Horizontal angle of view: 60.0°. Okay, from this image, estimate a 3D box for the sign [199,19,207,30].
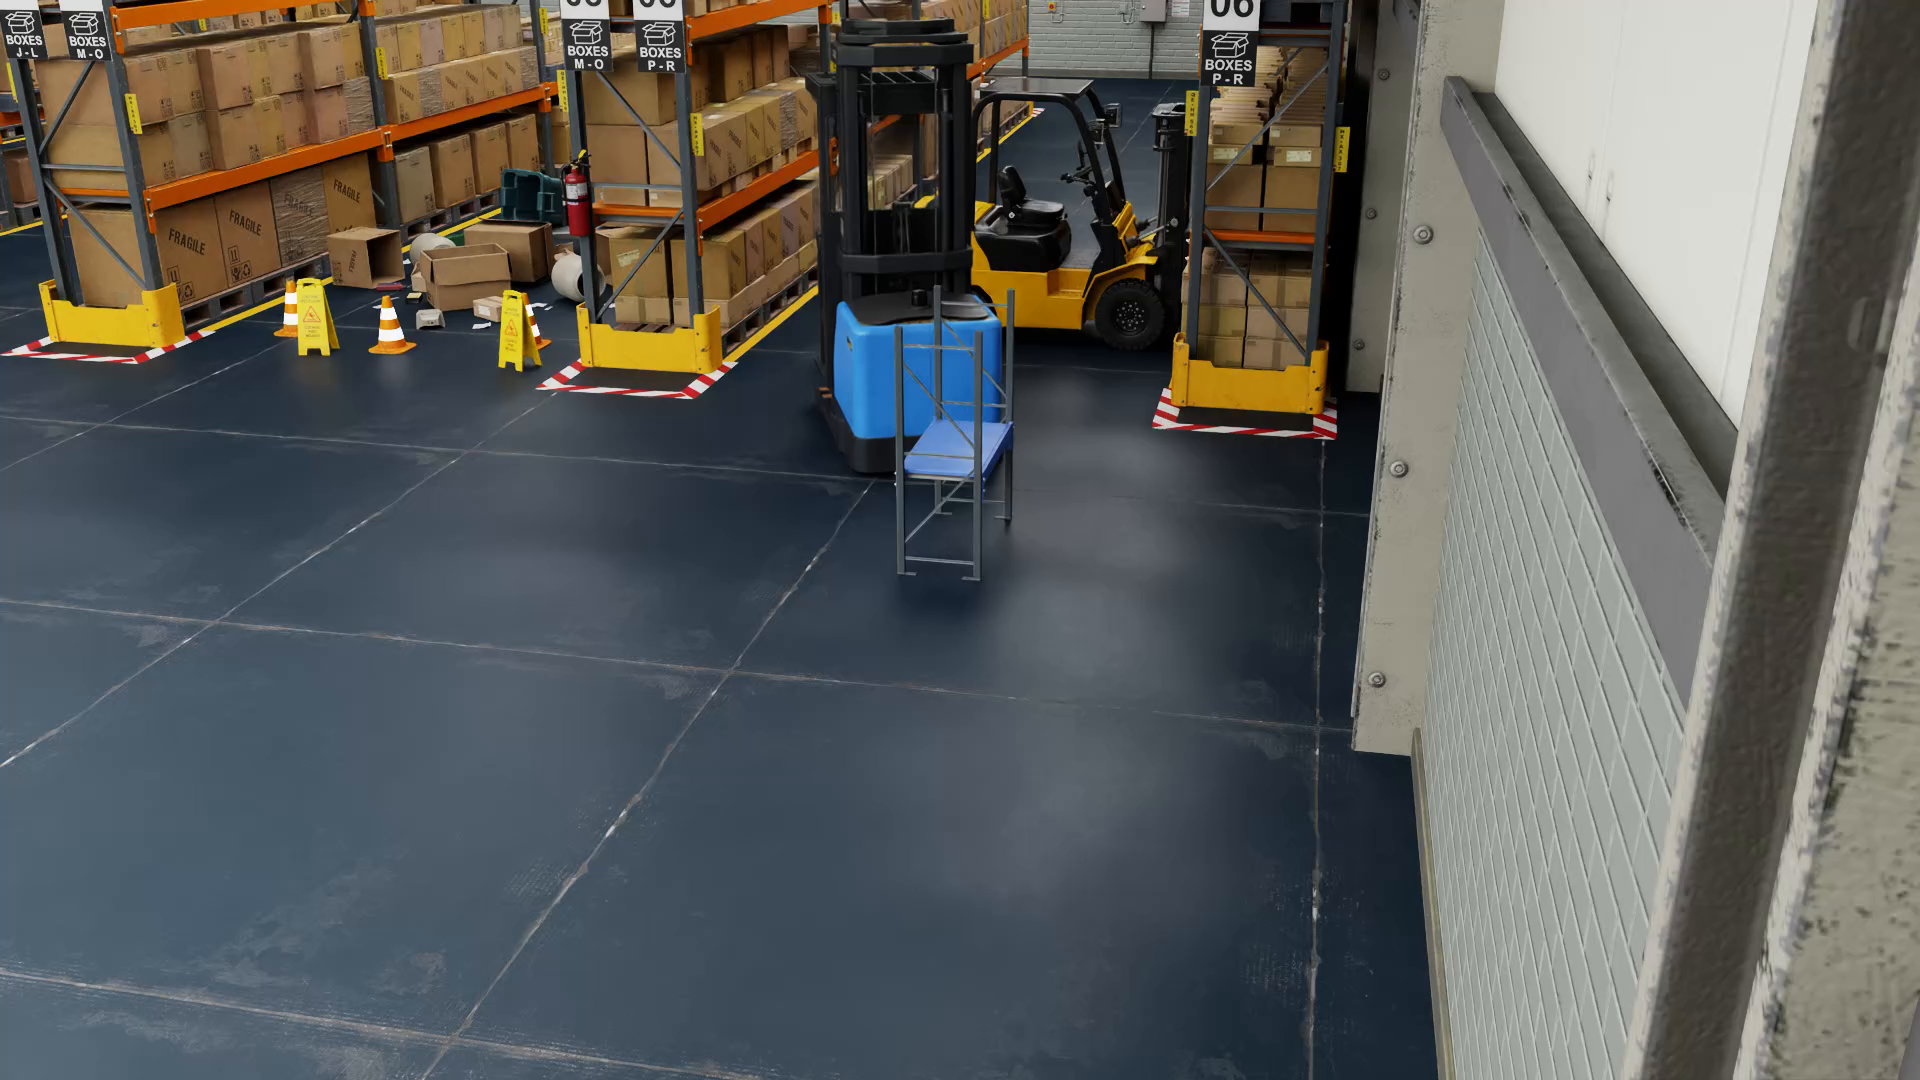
[{"bbox_3d":[-10.147,-6.986,22.240,0.100,0.325,0.005,4,22,11],"label":"sign"}]

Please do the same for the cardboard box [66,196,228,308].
[{"bbox_3d":[-7.404,-2.645,15.187,0.875,0.875,0.875,5,22,11],"label":"cardboard box"}]

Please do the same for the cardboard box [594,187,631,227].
[{"bbox_3d":[-3.544,-3.622,17.663,0.500,0.500,0.500,4,22,11],"label":"cardboard box"}]

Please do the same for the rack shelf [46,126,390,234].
[{"bbox_3d":[-7.070,-3.580,16.191,1.077,0.370,4.000,4,22,11],"label":"rack shelf"}]

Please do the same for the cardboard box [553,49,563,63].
[{"bbox_3d":[-5.502,-6.433,22.085,0.380,0.149,0.250,6,23,14],"label":"cardboard box"}]

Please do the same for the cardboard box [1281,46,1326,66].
[{"bbox_3d":[4.139,-5.808,20.065,0.500,0.500,0.500,6,23,13],"label":"cardboard box"}]

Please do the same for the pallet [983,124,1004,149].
[{"bbox_3d":[0.069,-6.209,25.489,1.003,0.211,1.213,4,22,11],"label":"pallet"}]

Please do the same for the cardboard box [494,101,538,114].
[{"bbox_3d":[-5.963,-5.762,22.424,0.500,0.250,0.500,4,22,10],"label":"cardboard box"}]

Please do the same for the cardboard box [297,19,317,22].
[{"bbox_3d":[-9.900,-7.469,24.749,0.500,0.500,0.500,4,22,10],"label":"cardboard box"}]

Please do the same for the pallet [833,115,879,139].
[{"bbox_3d":[-1.497,-4.484,17.730,1.003,0.211,1.213,4,22,11],"label":"pallet"}]

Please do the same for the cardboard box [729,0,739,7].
[{"bbox_3d":[-2.096,-4.601,14.082,0.380,0.149,0.250,4,22,9],"label":"cardboard box"}]

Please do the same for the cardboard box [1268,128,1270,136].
[{"bbox_3d":[2.403,-3.273,14.331,0.500,0.500,0.500,5,22,11],"label":"cardboard box"}]

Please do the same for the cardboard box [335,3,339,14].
[{"bbox_3d":[-10.032,-8.591,26.469,0.500,0.500,0.500,5,22,12],"label":"cardboard box"}]

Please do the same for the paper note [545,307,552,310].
[{"bbox_3d":[-3.909,-2.205,15.816,0.032,0.001,0.123,4,22,11],"label":"paper note"}]

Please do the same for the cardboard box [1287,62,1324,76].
[{"bbox_3d":[3.718,-5.041,17.853,0.380,0.149,0.250,5,22,12],"label":"cardboard box"}]

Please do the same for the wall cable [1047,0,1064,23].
[{"bbox_3d":[1.781,-11.243,32.854,0.585,1.953,0.123,4,22,11],"label":"wall cable"}]

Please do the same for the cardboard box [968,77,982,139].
[{"bbox_3d":[-0.211,-6.207,24.033,0.875,0.875,0.875,5,23,13],"label":"cardboard box"}]

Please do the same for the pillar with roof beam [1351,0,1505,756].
[{"bbox_3d":[-2.166,-3.568,7.167,9.100,9.000,0.400,4,22,11],"label":"pillar with roof beam"}]

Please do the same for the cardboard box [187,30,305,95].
[{"bbox_3d":[-7.014,-4.687,16.329,0.875,0.550,0.550,4,22,11],"label":"cardboard box"}]

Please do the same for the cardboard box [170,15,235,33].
[{"bbox_3d":[-10.516,-7.301,22.991,0.797,0.503,0.637,5,23,13],"label":"cardboard box"}]

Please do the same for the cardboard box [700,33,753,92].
[{"bbox_3d":[-2.352,-4.442,15.498,0.700,0.500,0.500,4,22,10],"label":"cardboard box"}]

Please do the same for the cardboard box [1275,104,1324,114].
[{"bbox_3d":[2.747,-3.435,13.468,0.380,0.149,0.250,5,23,13],"label":"cardboard box"}]

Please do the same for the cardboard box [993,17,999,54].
[{"bbox_3d":[0.296,-7.613,25.106,0.500,0.500,0.500,5,22,11],"label":"cardboard box"}]

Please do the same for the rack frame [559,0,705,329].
[{"bbox_3d":[-2.612,-2.842,13.395,1.000,3.000,0.127,4,22,11],"label":"rack frame"}]

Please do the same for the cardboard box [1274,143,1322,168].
[{"bbox_3d":[2.572,-2.917,12.578,0.380,0.149,0.250,4,22,10],"label":"cardboard box"}]

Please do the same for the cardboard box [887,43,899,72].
[{"bbox_3d":[-0.996,-5.585,19.112,0.500,0.500,0.500,3,22,7],"label":"cardboard box"}]

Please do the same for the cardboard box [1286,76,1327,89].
[{"bbox_3d":[3.204,-4.185,15.329,0.380,0.149,0.250,4,22,9],"label":"cardboard box"}]

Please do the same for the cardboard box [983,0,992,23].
[{"bbox_3d":[0.171,-7.897,24.473,0.500,0.500,0.500,5,22,11],"label":"cardboard box"}]

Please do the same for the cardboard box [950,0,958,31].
[{"bbox_3d":[-0.320,-6.994,22.233,0.500,0.500,0.500,5,22,12],"label":"cardboard box"}]

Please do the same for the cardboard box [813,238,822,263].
[{"bbox_3d":[-1.653,-2.988,16.875,0.500,0.250,0.500,5,23,13],"label":"cardboard box"}]

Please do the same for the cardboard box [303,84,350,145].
[{"bbox_3d":[-6.816,-4.376,17.004,0.875,0.550,0.550,4,22,11],"label":"cardboard box"}]

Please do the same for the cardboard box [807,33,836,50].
[{"bbox_3d":[-1.353,-5.130,17.114,0.380,0.149,0.250,4,22,11],"label":"cardboard box"}]

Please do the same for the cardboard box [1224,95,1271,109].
[{"bbox_3d":[2.422,-3.659,14.023,0.380,0.149,0.250,5,22,12],"label":"cardboard box"}]

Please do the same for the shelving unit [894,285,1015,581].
[{"bbox_3d":[-0.017,-0.665,9.996,0.538,1.500,1.048,4,22,11],"label":"shelving unit"}]

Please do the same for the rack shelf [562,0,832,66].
[{"bbox_3d":[-2.203,-4.631,14.786,1.077,0.370,4.000,4,22,11],"label":"rack shelf"}]

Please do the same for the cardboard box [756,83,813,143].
[{"bbox_3d":[-1.741,-4.119,16.034,0.500,0.500,0.500,5,23,13],"label":"cardboard box"}]

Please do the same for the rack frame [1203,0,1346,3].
[{"bbox_3d":[2.248,-5.248,11.339,1.000,3.000,0.127,4,22,11],"label":"rack frame"}]

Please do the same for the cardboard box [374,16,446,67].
[{"bbox_3d":[-6.360,-5.711,19.046,0.700,0.500,0.500,5,22,11],"label":"cardboard box"}]

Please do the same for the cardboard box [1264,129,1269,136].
[{"bbox_3d":[2.422,-3.516,14.066,0.380,0.149,0.250,4,22,11],"label":"cardboard box"}]

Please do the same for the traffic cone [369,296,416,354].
[{"bbox_3d":[-4.943,-1.881,14.405,0.336,0.463,0.334,4,22,11],"label":"traffic cone"}]

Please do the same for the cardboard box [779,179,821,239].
[{"bbox_3d":[-1.653,-3.335,16.735,0.500,0.500,0.500,4,22,10],"label":"cardboard box"}]

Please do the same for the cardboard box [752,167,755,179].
[{"bbox_3d":[-2.057,-3.306,14.884,0.380,0.149,0.250,5,23,13],"label":"cardboard box"}]

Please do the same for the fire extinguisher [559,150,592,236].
[{"bbox_3d":[-3.086,-2.800,13.393,0.296,0.674,0.183,4,22,11],"label":"fire extinguisher"}]

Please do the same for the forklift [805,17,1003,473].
[{"bbox_3d":[-0.511,-2.333,12.223,1.130,2.935,3.031,-5,22,-11],"label":"forklift"}]

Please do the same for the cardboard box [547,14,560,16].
[{"bbox_3d":[-5.771,-7.436,23.779,0.380,0.149,0.250,4,22,10],"label":"cardboard box"}]

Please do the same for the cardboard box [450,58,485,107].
[{"bbox_3d":[-5.980,-5.417,19.654,0.500,0.500,0.500,5,22,12],"label":"cardboard box"}]

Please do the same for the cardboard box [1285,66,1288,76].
[{"bbox_3d":[3.448,-5.227,18.847,0.500,0.250,0.500,5,23,13],"label":"cardboard box"}]

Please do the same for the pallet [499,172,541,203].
[{"bbox_3d":[-6.080,-4.532,21.324,1.003,0.211,1.213,4,22,11],"label":"pallet"}]

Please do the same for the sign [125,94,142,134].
[{"bbox_3d":[-6.936,-3.576,13.954,0.100,0.325,0.005,4,22,11],"label":"sign"}]

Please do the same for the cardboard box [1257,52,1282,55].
[{"bbox_3d":[3.447,-5.450,18.869,0.380,0.149,0.250,5,22,12],"label":"cardboard box"}]

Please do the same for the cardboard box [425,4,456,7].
[{"bbox_3d":[-8.991,-9.135,28.822,0.500,0.250,0.500,4,22,10],"label":"cardboard box"}]
